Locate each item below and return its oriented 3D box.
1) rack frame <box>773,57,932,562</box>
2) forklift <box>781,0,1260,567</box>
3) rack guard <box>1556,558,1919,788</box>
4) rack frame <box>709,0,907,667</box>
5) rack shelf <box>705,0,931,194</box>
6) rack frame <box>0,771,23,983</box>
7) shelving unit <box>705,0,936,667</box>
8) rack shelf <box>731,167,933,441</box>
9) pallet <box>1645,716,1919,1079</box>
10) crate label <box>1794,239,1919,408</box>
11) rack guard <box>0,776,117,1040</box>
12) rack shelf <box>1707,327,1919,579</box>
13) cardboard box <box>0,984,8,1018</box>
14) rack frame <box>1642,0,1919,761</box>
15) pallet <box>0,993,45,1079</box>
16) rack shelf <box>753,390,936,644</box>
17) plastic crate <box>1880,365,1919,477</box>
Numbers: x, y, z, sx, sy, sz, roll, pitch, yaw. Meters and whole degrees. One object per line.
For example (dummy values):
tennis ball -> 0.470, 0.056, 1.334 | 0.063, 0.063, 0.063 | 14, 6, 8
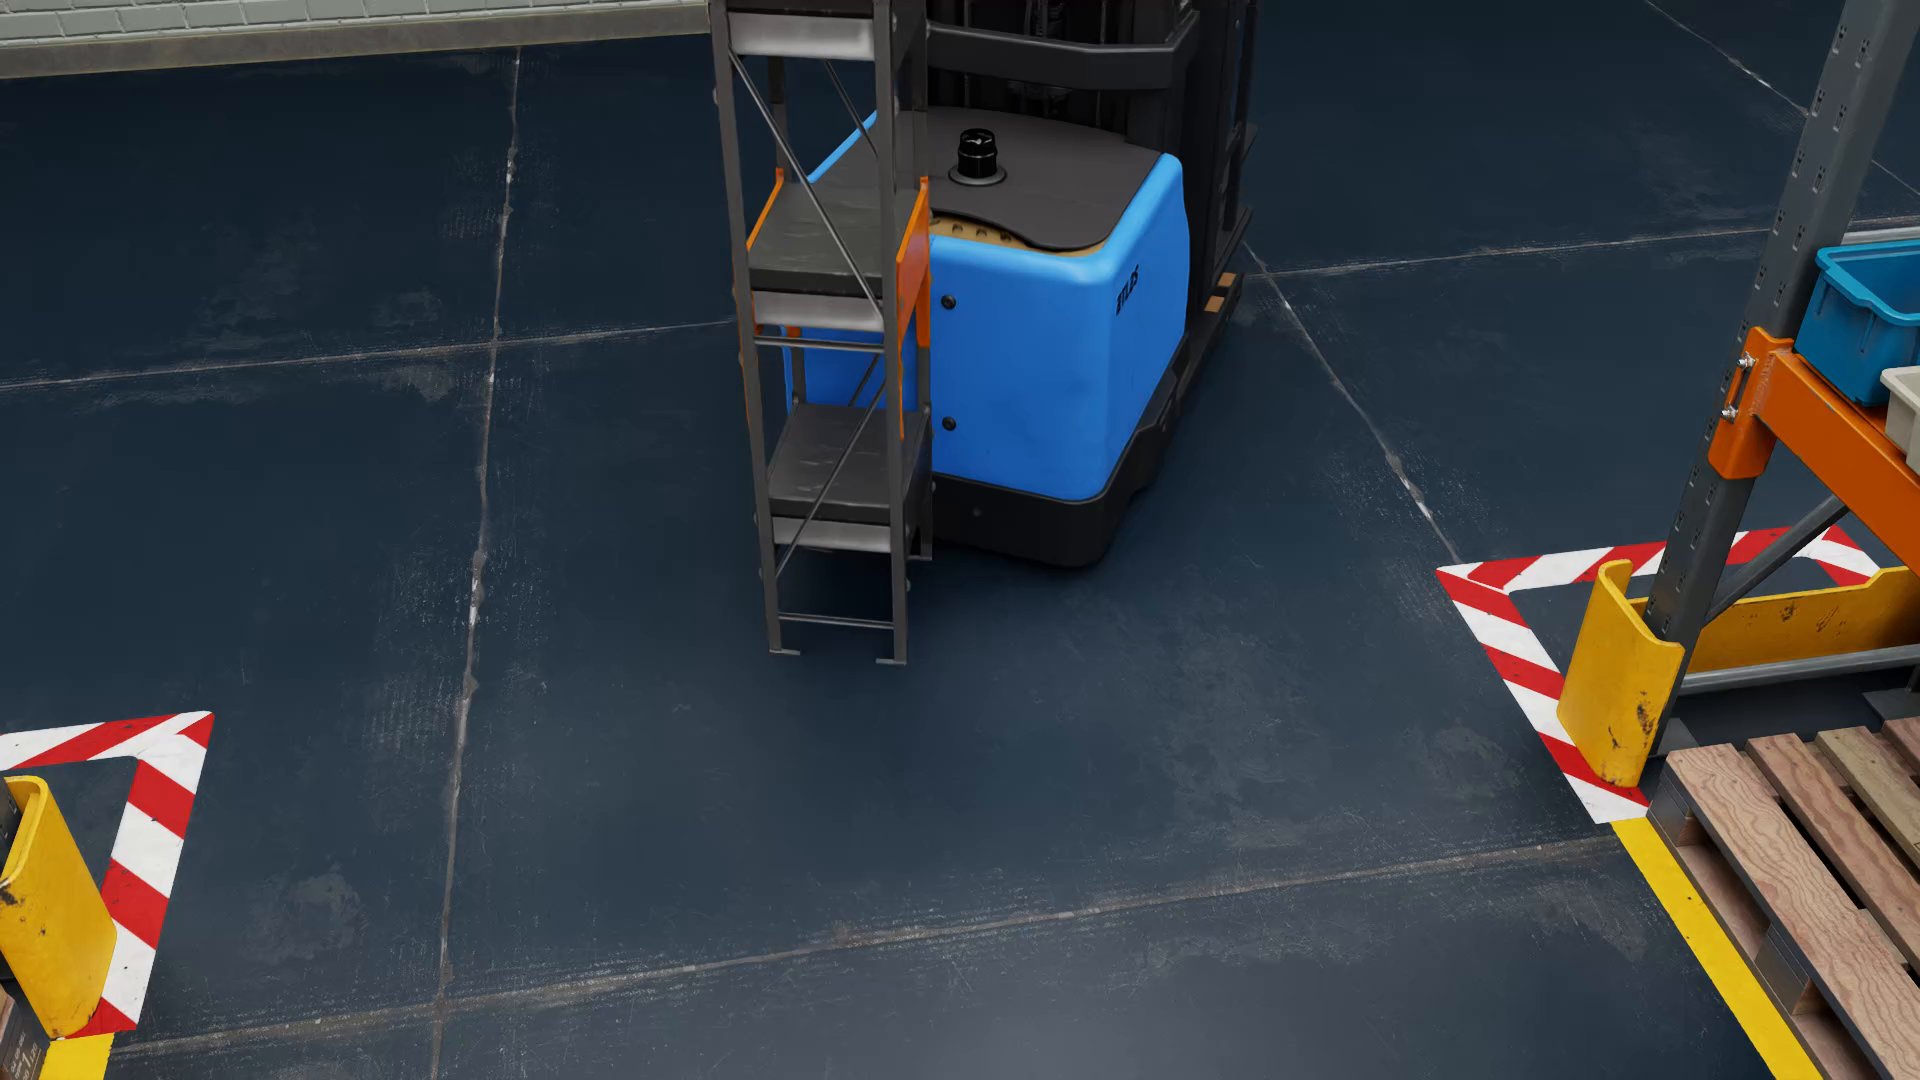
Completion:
rack frame -> -0.285, -0.782, 4.545 | 0.400, 2.100, 0.015 | 5, 38, 6
forklift -> 0.440, -1.982, 5.412 | 1.130, 2.935, 3.031 | 13, 40, 16
rack guard -> 2.254, 0.300, 4.457 | 1.175, 0.500, 0.348 | -6, 38, -8
rack frame -> -0.352, -0.485, 4.163 | 0.400, 2.100, 0.015 | 5, 38, 6
rack shelf -> -0.318, -1.176, 3.933 | 0.431, 0.518, 0.480 | 5, 38, 6
rack frame -> -2.606, -0.144, 2.990 | 1.000, 3.000, 0.127 | -6, 38, -8
shelving unit -> -0.318, -0.634, 4.354 | 0.431, 2.100, 0.503 | 5, 38, 6
rack shelf -> -0.318, -0.623, 4.362 | 0.431, 0.518, 0.480 | 5, 38, 6
pallet -> 2.377, 0.929, 3.882 | 1.003, 0.211, 1.213 | -6, 38, -8
crate label -> 1.990, -0.447, 3.468 | 0.416, 0.233, 0.303 | -6, 38, -8
rack guard -> -2.593, 0.889, 3.698 | 1.175, 0.500, 0.348 | -6, 38, -8
rack shelf -> 2.622, 0.818, 2.339 | 1.077, 0.370, 4.000 | -6, 38, -8
cardboard box -> -2.269, 0.972, 3.233 | 0.500, 0.500, 0.500 | -6, 38, -8
rack frame -> 2.271, -0.674, 3.673 | 1.000, 3.000, 0.127 | -6, 38, -8
pallet -> -2.452, 1.485, 3.167 | 1.003, 0.211, 1.213 | -6, 38, -8
rack shelf -> -0.318, -0.070, 4.792 | 0.431, 0.518, 0.480 | 5, 38, 6
plastic crate -> 1.965, -0.207, 3.237 | 0.250, 0.136, 0.298 | -6, 38, -8
